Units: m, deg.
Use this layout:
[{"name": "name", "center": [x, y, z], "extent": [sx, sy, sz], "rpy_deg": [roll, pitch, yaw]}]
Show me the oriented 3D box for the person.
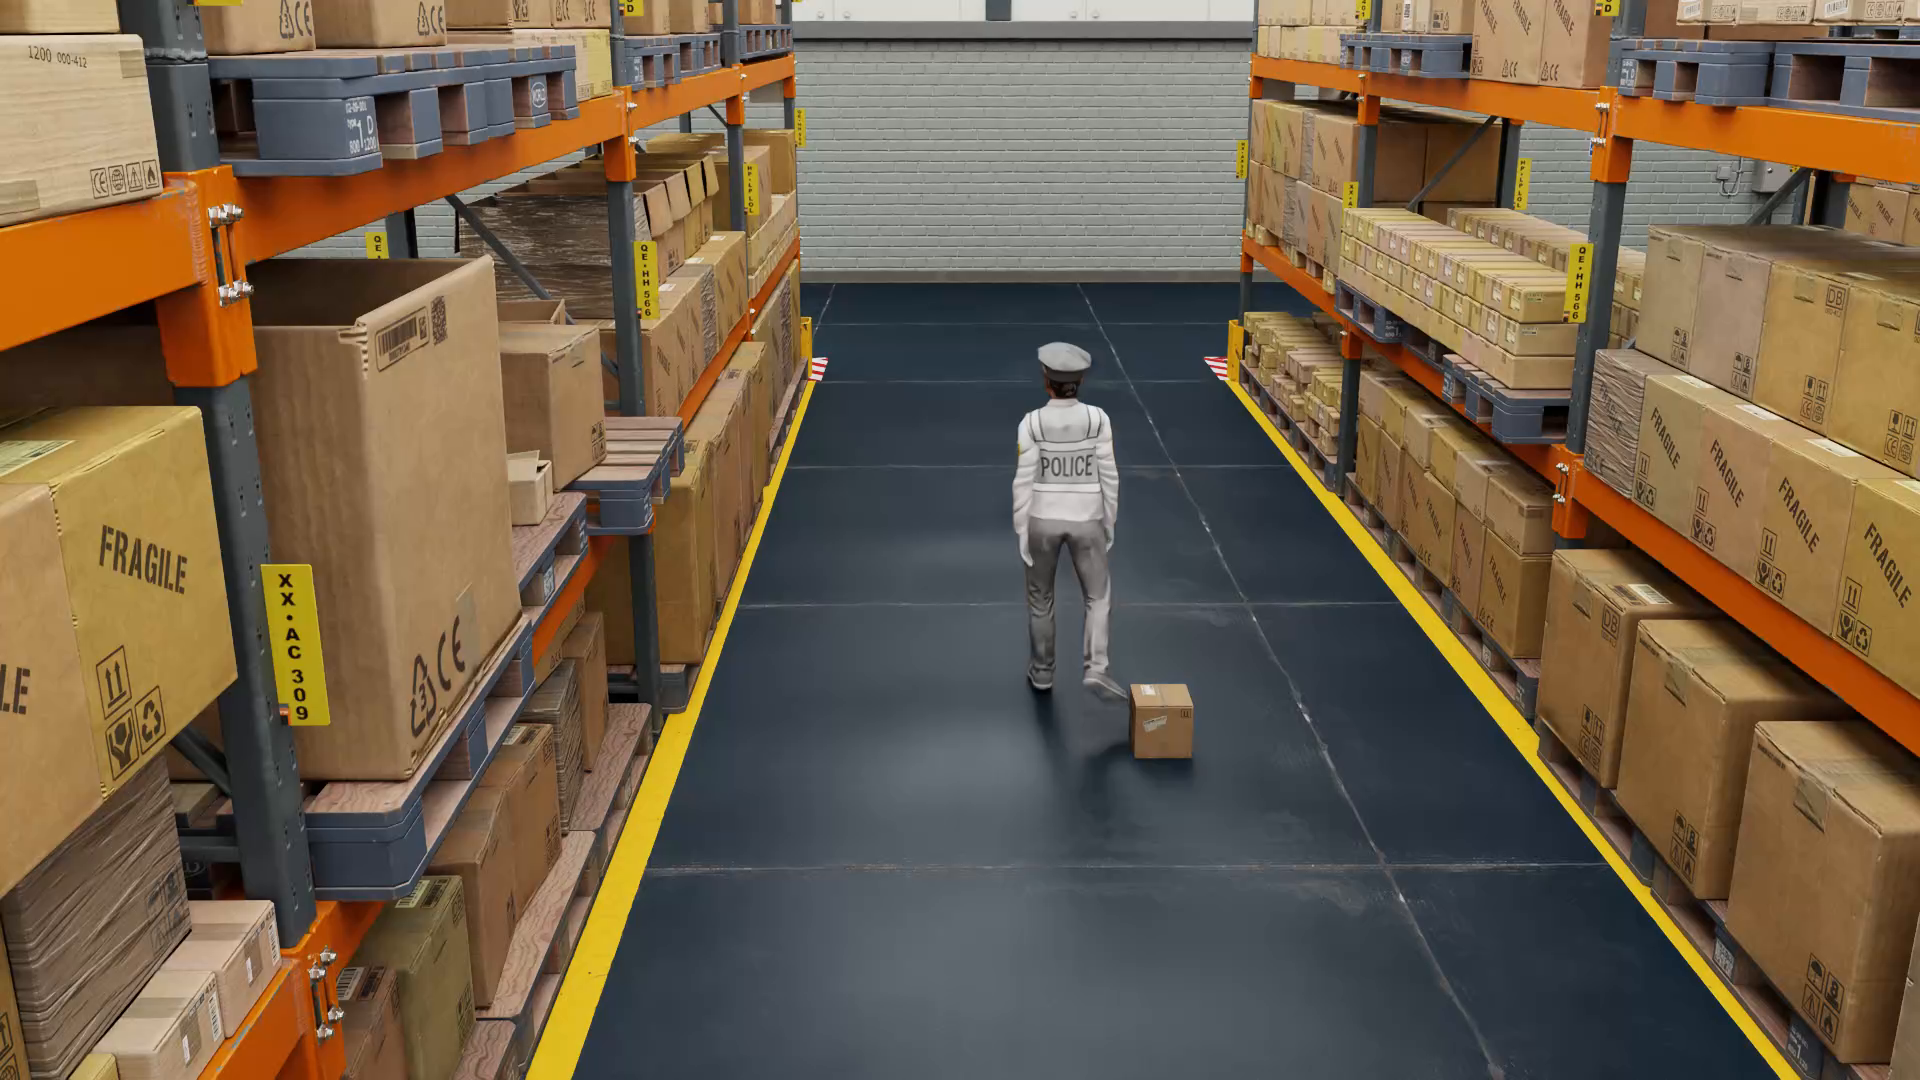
[{"name": "person", "center": [0.500, -0.045, 7.603], "extent": [0.527, 1.666, 0.784], "rpy_deg": [0, 17, -1]}]
